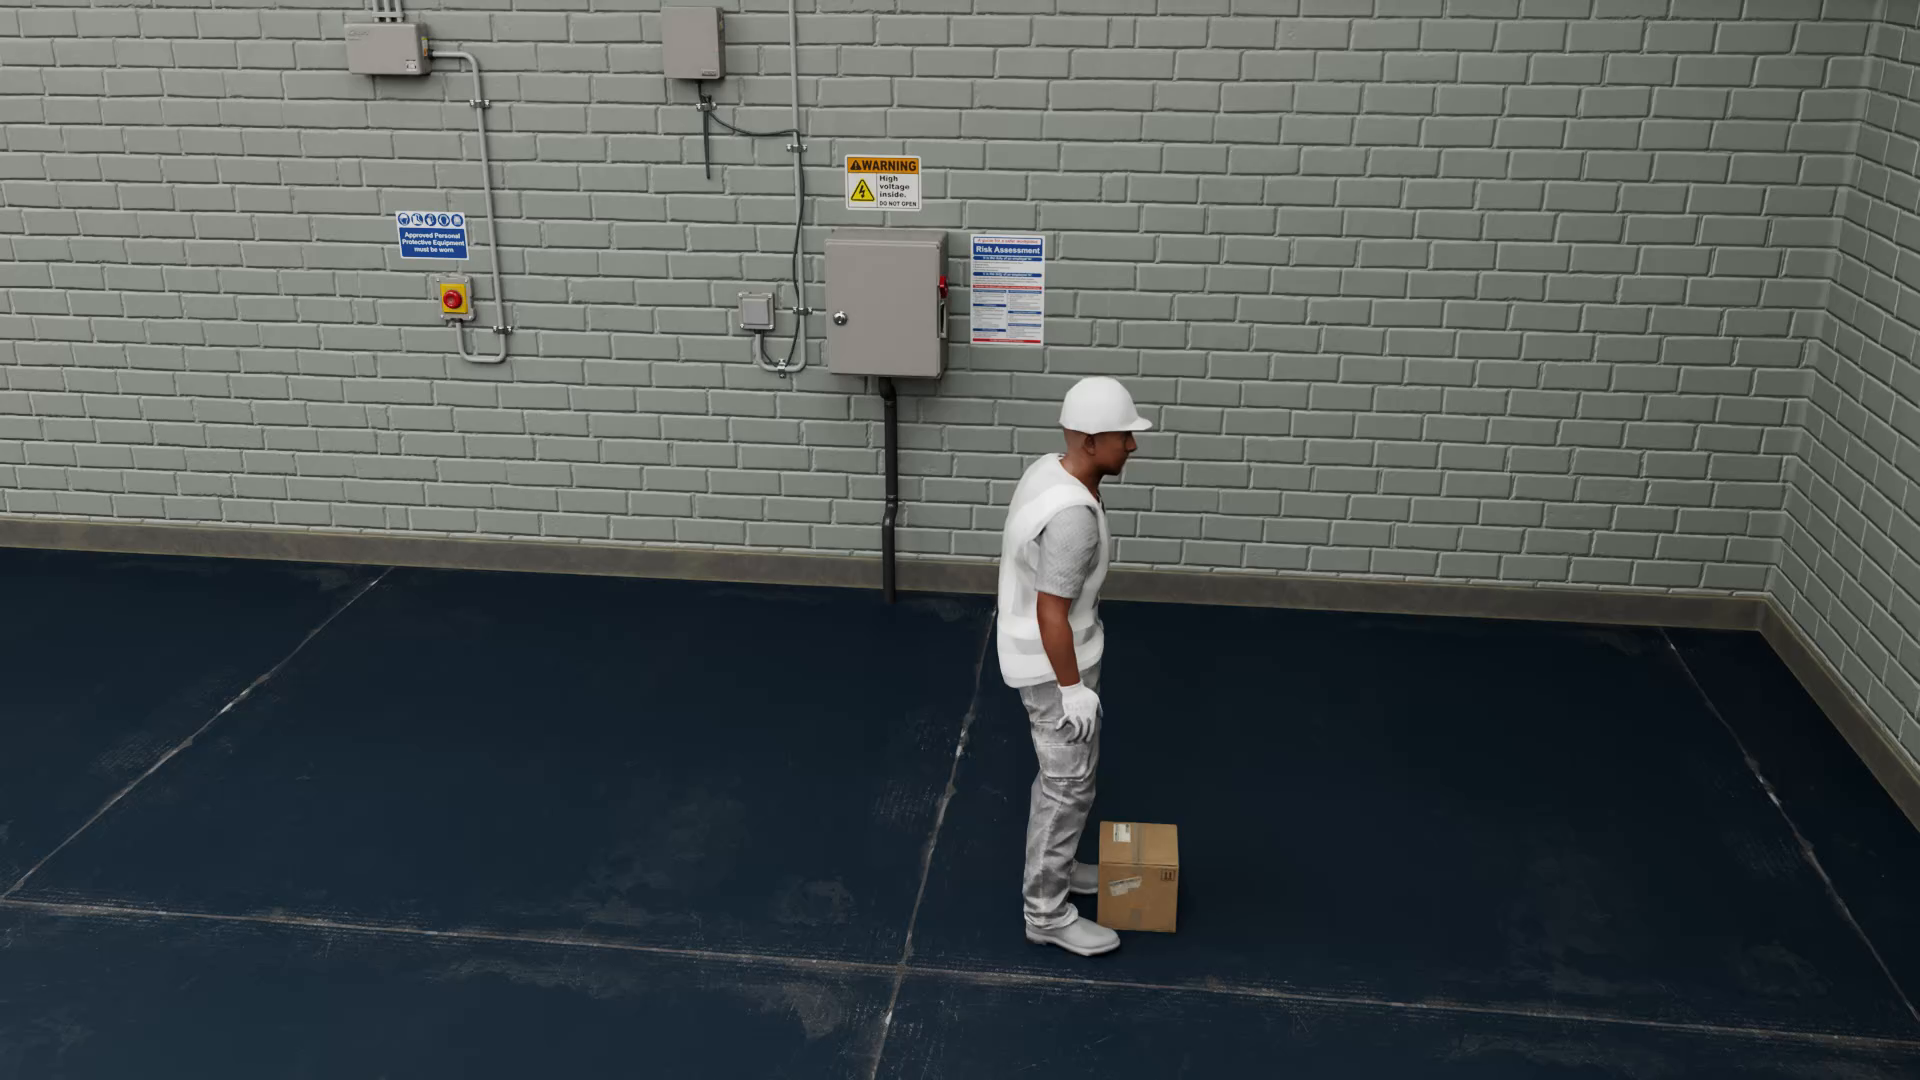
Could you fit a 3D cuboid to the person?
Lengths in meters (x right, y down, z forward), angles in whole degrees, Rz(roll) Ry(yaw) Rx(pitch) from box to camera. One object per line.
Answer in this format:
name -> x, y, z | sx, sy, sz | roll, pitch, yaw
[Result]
person -> 0.337, 0.369, 5.105 | 0.447, 1.773, 0.606 | 2, 21, 4
